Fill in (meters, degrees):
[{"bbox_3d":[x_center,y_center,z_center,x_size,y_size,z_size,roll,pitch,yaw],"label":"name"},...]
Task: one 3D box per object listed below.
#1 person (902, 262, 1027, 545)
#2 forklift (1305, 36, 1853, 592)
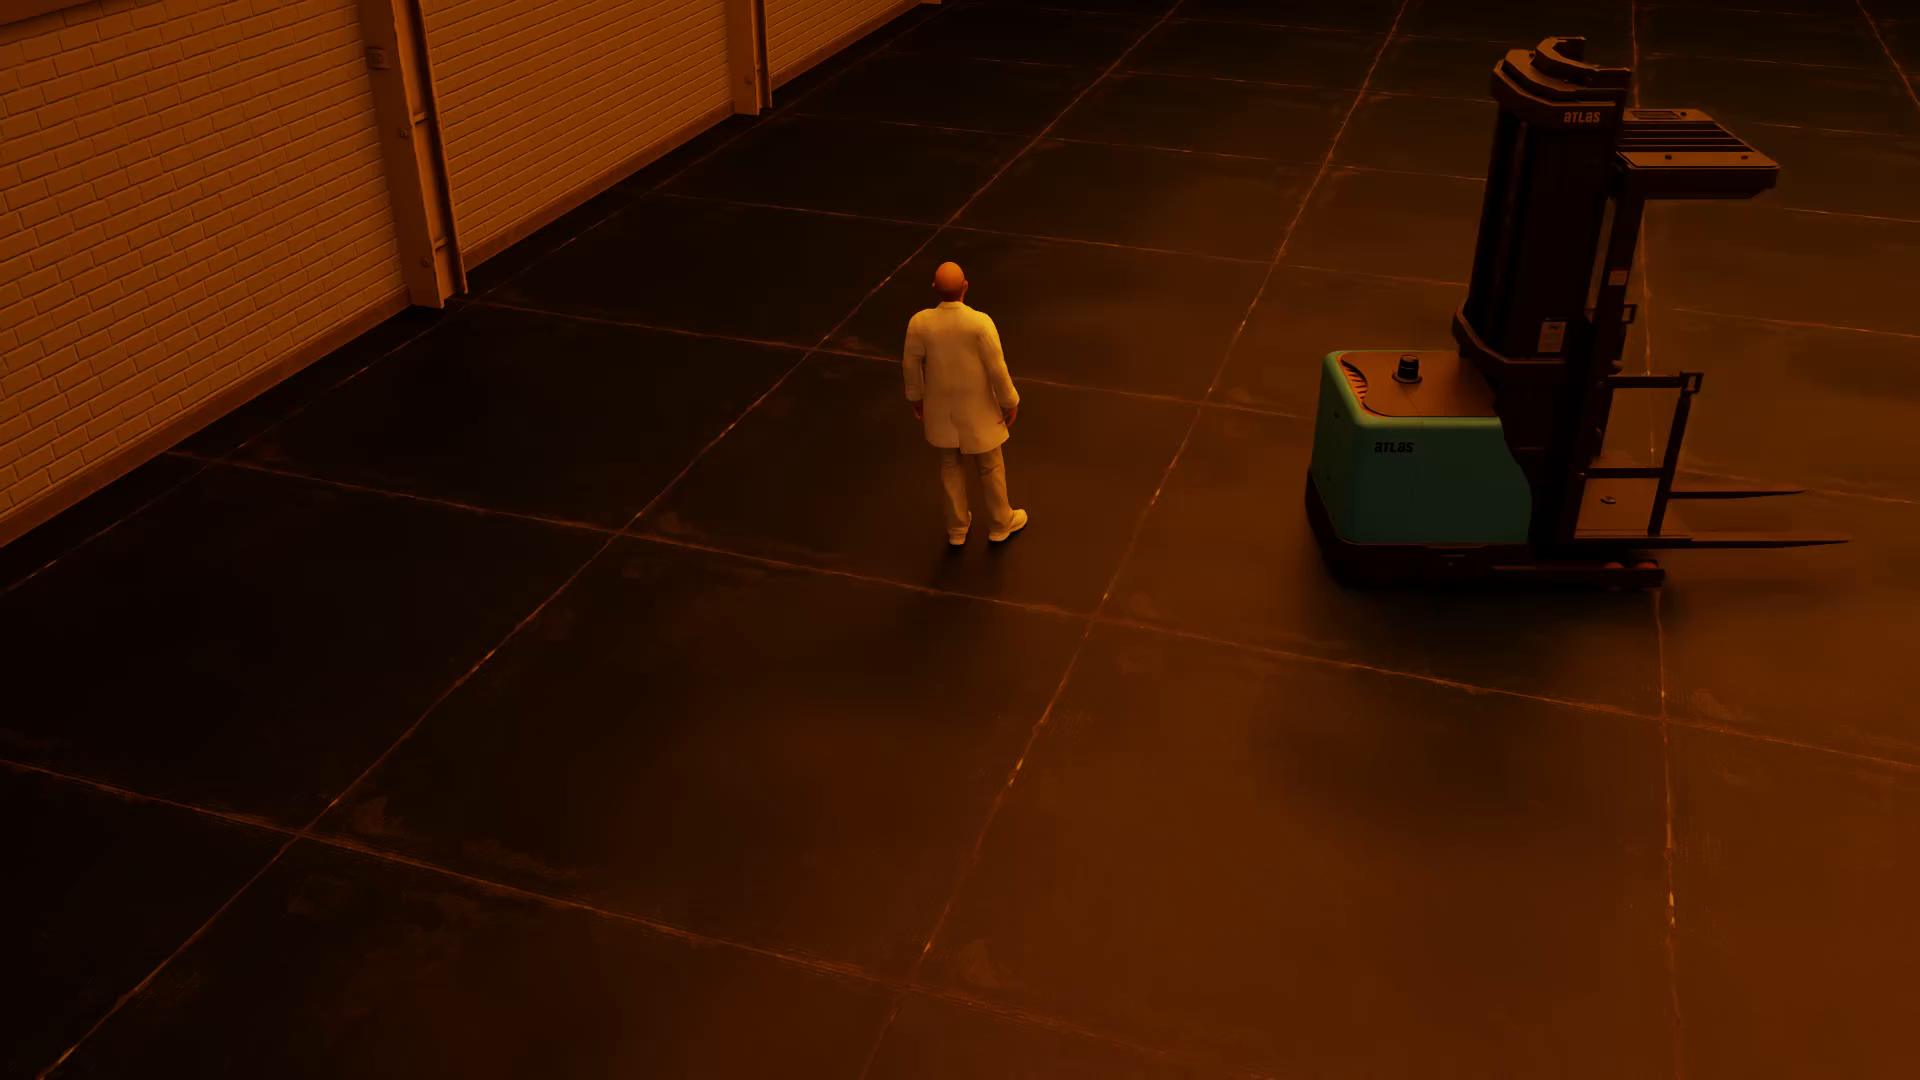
[{"bbox_3d":[0.034,-0.820,9.725,0.696,1.776,0.581,10,31,16],"label":"person"},{"bbox_3d":[3.666,-1.242,9.314,3.031,2.935,1.130,0,30,0],"label":"forklift"}]
